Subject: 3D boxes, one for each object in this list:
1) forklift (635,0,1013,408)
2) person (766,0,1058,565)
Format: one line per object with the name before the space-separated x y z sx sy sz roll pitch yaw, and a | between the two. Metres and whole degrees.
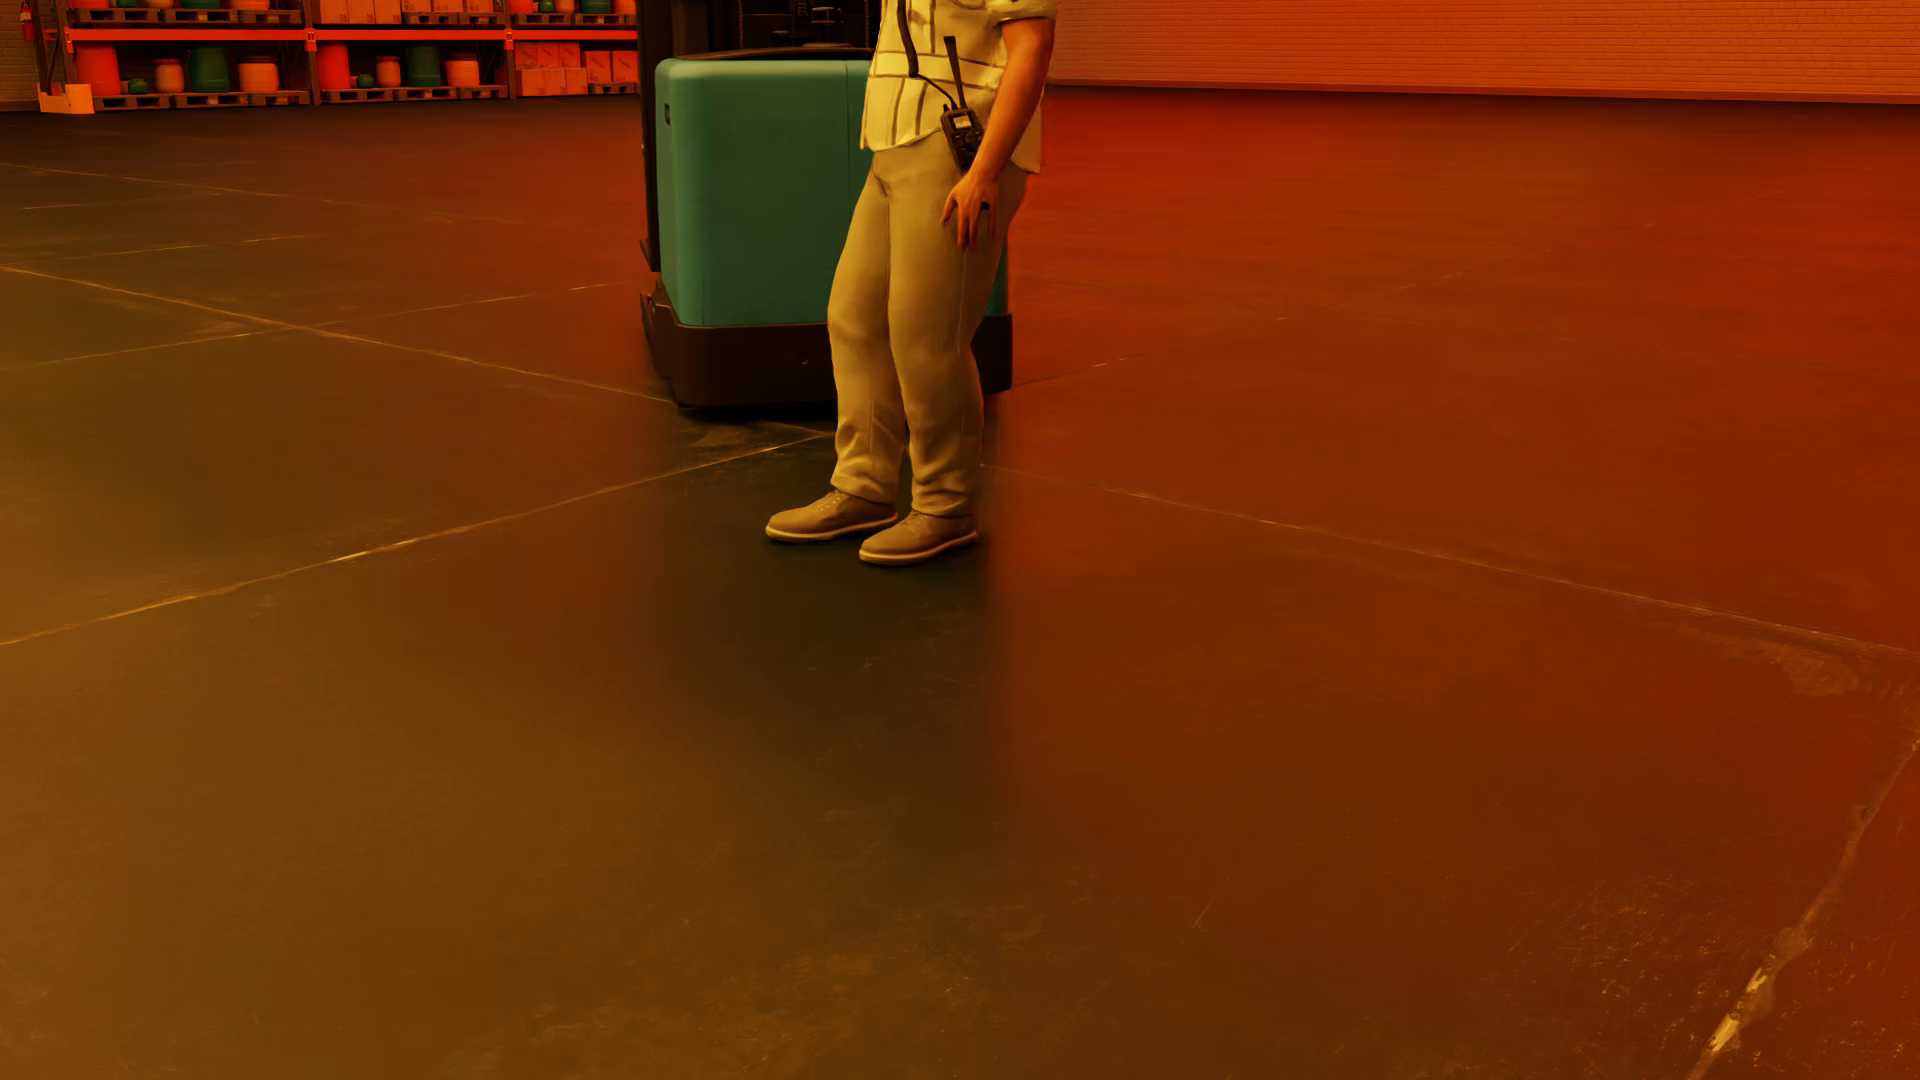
forklift | -0.667 -2.194 6.121 1.130 2.935 3.031 -4 17 -13
person | -0.135 -0.836 3.656 0.608 1.767 0.659 -4 17 -14
